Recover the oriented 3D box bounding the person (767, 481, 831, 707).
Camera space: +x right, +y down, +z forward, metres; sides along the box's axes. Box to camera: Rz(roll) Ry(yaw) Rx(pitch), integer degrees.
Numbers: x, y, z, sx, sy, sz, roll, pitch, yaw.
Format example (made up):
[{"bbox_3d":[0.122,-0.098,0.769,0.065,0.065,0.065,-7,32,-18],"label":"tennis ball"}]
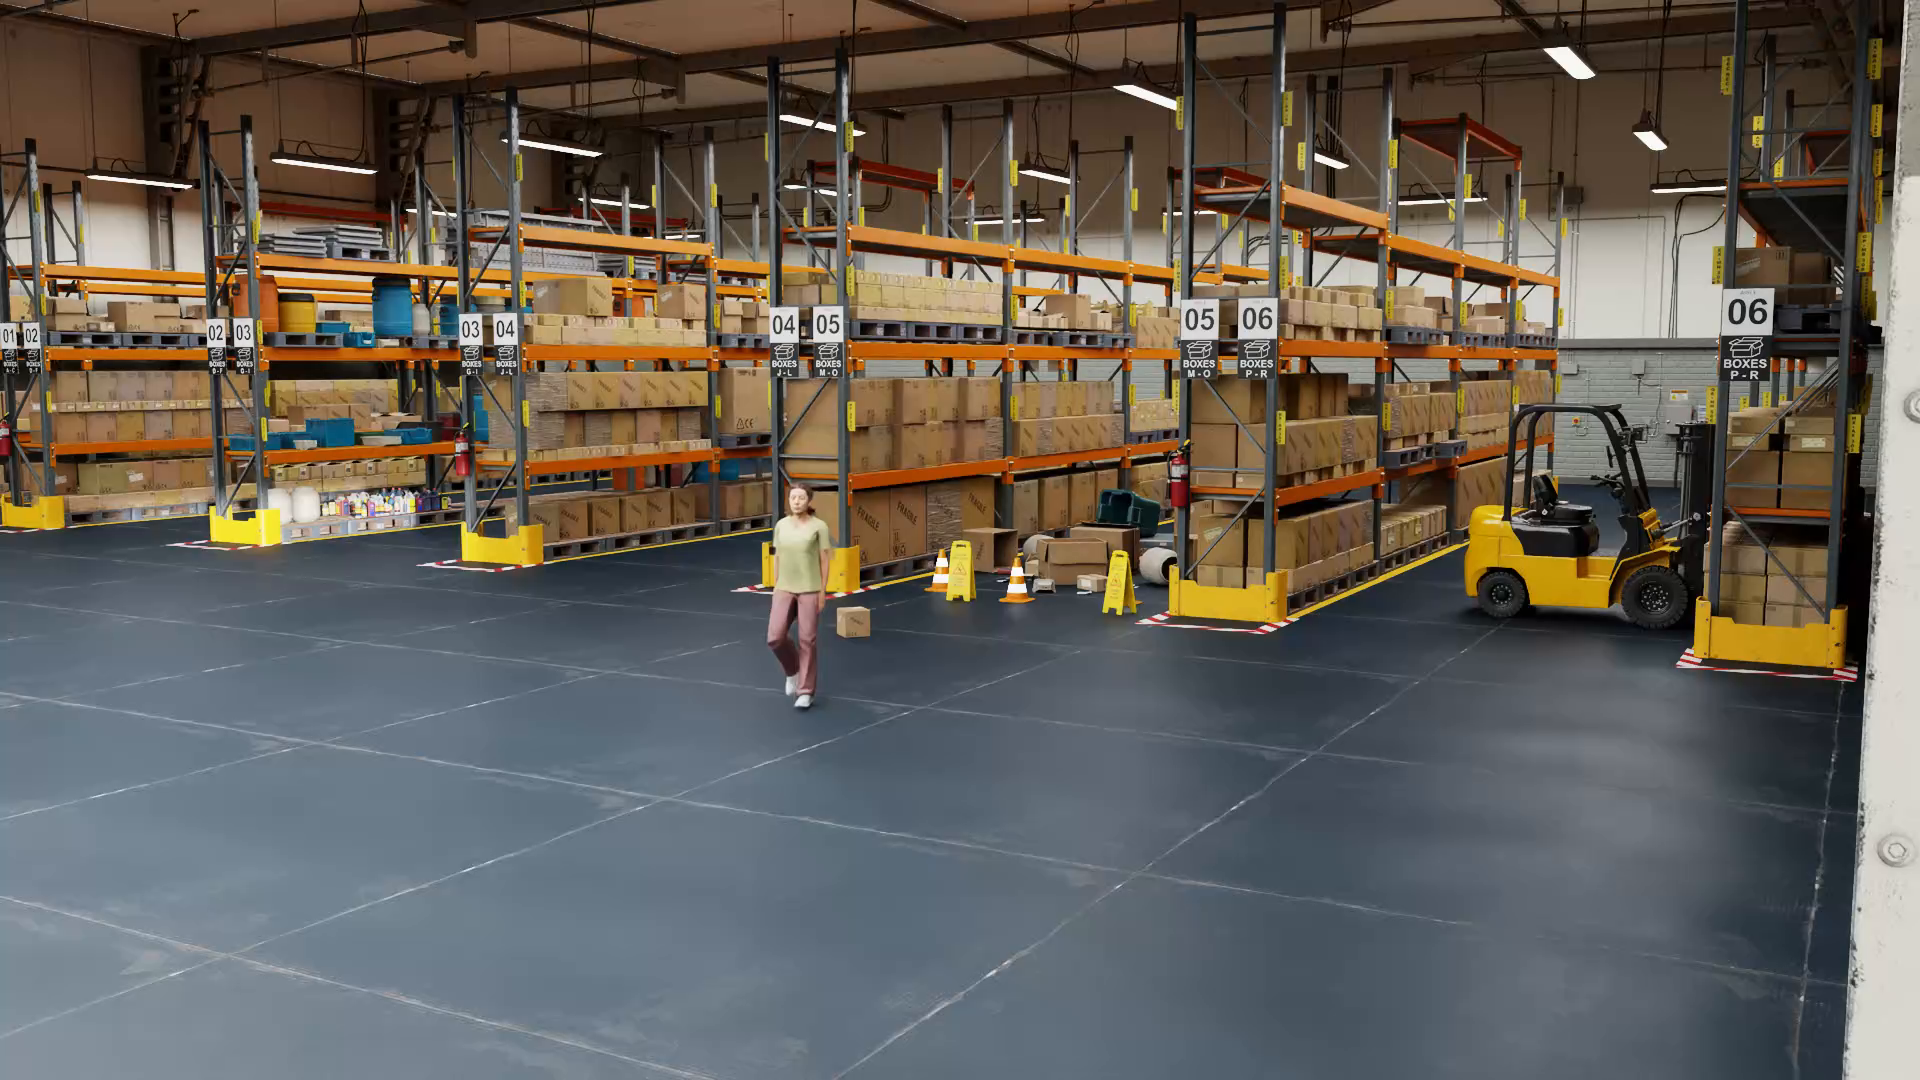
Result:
[{"bbox_3d":[-1.183,0.393,12.394,0.448,1.666,0.494,1,6,8],"label":"person"}]
